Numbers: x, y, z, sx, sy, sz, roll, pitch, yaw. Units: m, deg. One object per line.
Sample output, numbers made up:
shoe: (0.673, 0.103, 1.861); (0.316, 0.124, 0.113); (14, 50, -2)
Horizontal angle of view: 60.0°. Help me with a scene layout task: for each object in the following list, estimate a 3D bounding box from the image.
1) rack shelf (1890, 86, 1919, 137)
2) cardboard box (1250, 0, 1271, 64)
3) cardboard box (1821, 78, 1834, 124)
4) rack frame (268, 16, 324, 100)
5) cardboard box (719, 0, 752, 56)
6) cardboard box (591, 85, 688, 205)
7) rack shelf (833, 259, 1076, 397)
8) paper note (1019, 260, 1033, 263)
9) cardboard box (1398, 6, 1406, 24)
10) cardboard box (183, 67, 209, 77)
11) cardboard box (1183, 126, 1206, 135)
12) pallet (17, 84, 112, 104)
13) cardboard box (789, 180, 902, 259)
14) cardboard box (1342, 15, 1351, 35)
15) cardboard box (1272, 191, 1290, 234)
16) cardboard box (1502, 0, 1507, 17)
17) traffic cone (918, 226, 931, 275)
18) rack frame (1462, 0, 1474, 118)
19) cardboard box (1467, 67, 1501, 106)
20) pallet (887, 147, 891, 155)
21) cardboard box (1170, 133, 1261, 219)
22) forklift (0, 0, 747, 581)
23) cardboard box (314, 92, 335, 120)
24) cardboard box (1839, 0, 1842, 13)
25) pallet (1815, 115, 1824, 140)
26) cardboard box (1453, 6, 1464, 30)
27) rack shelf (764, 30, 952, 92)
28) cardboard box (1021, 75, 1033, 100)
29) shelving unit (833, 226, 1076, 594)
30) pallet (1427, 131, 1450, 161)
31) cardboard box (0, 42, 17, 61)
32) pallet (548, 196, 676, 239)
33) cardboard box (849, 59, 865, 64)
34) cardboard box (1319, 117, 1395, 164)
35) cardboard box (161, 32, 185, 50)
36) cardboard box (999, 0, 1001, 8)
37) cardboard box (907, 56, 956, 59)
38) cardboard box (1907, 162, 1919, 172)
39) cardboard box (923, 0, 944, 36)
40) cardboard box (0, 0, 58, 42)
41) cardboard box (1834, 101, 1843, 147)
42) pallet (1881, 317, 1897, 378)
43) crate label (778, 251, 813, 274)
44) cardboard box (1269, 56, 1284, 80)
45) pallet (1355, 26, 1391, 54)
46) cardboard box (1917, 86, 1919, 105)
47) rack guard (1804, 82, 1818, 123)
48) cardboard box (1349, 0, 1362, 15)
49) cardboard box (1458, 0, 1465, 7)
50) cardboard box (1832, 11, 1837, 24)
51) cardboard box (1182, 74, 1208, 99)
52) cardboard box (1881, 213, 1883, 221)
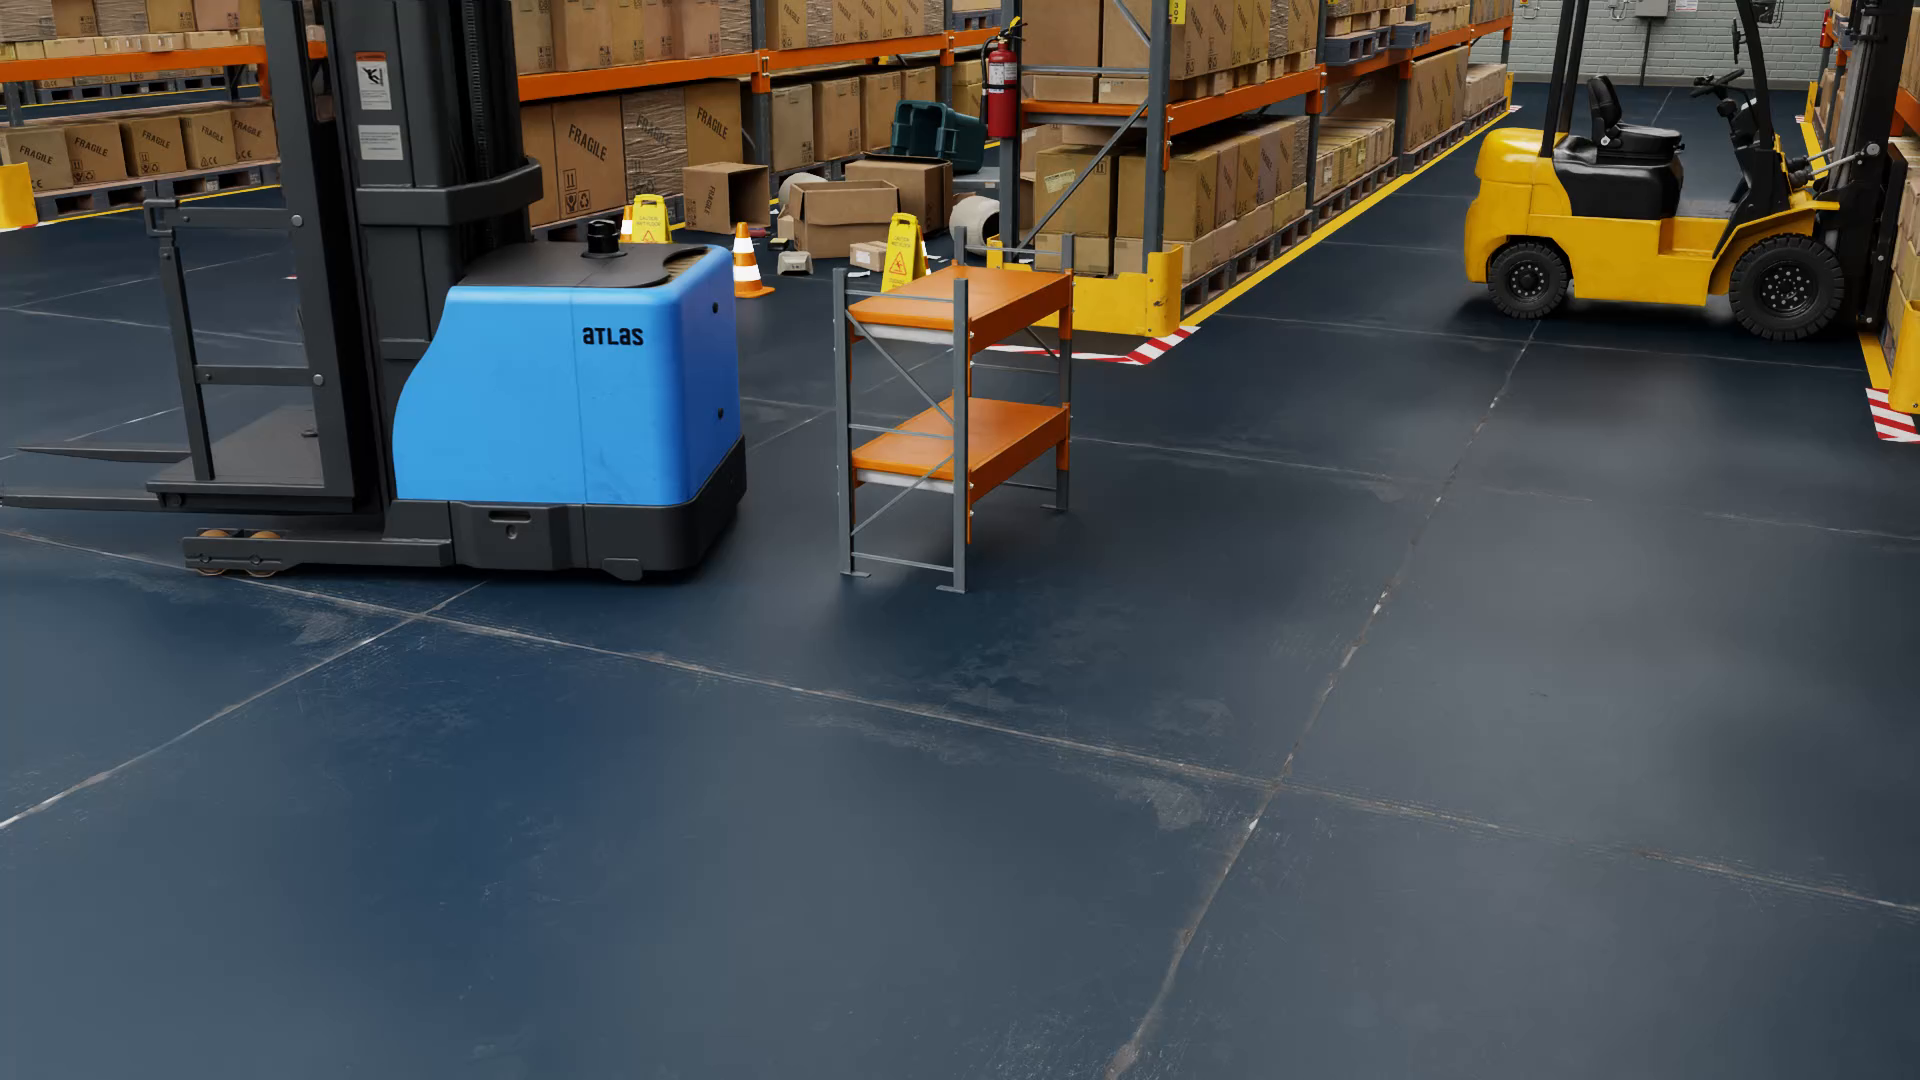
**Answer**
rack shelf: (6.065, -2.305, 9.548); (1.077, 0.370, 4.000); (9, 21, 23)
cardboard box: (1.781, -3.478, 11.179); (0.500, 0.500, 0.500); (8, 21, 22)
cardboard box: (10.650, -5.197, 19.708); (0.700, 0.500, 0.500); (8, 21, 21)
rack frame: (-6.687, -5.295, 16.882); (1.000, 3.000, 0.127); (9, 21, 23)
cardboard box: (-2.343, -4.540, 14.534); (0.875, 0.550, 0.550); (9, 21, 23)
cardboard box: (-2.890, -3.322, 13.877); (0.875, 0.875, 0.875); (9, 21, 23)
rack shelf: (0.003, -0.808, 6.188); (0.538, 0.278, 1.000); (9, 21, 23)
paper note: (0.463, -2.054, 12.197); (0.142, 0.019, 0.148); (1, 20, 4)
cardboard box: (3.967, -4.930, 15.604); (0.380, 0.149, 0.250); (8, 21, 22)
cardboard box: (-12.598, -7.791, 26.972); (0.500, 0.500, 0.500); (9, 21, 23)
cardboard box: (1.444, -2.724, 12.010); (0.500, 0.500, 0.500); (10, 22, 26)
pallet: (-13.745, -6.788, 25.240); (1.003, 0.211, 1.213); (9, 21, 23)
cardboard box: (-0.874, -2.421, 12.525); (0.797, 0.503, 0.637); (-5, 20, -15)
cardboard box: (2.979, -4.216, 13.594); (0.380, 0.149, 0.250); (9, 21, 24)
cardboard box: (2.148, -2.456, 12.375); (0.500, 0.250, 0.500); (8, 21, 21)
cardboard box: (7.093, -7.316, 22.414); (0.500, 0.500, 0.500); (8, 21, 22)
traffic cone: (-0.285, -1.826, 10.912); (0.336, 0.463, 0.334); (9, 21, 23)
rack frame: (5.630, -6.381, 19.935); (1.000, 3.000, 0.127); (9, 21, 23)
cardboard box: (6.722, -6.098, 22.336); (0.875, 0.438, 0.875); (9, 22, 24)
pallet: (-0.957, -4.262, 18.138); (1.003, 0.211, 1.213); (9, 21, 23)
cardboard box: (1.731, -2.497, 11.371); (0.500, 0.500, 0.500); (9, 21, 24)
forklift: (-2.420, -1.418, 6.081); (3.031, 2.935, 1.130); (2, 20, 5)
cardboard box: (-6.416, -4.510, 17.746); (0.700, 0.500, 0.500); (7, 21, 19)
cardboard box: (10.338, -6.115, 18.966); (0.500, 0.250, 0.500); (9, 21, 23)
pallet: (10.940, -4.971, 20.133); (1.003, 0.211, 1.213); (9, 21, 23)
cardboard box: (5.467, -5.983, 19.040); (0.500, 0.250, 0.500); (8, 21, 22)
rack shelf: (-1.384, -4.856, 16.721); (1.077, 0.370, 4.000); (9, 21, 23)
cardboard box: (0.575, -5.476, 20.493); (0.500, 0.500, 0.500); (8, 21, 22)
shelving unit: (0.003, -0.532, 6.286); (0.538, 1.125, 1.048); (9, 21, 23)
pallet: (4.885, -4.447, 18.657); (1.003, 0.211, 1.213); (9, 21, 23)
cardboard box: (-7.991, -4.009, 13.639); (0.380, 0.149, 0.250); (9, 21, 23)
pallet: (-3.084, -2.674, 13.673); (1.003, 0.211, 1.213); (9, 21, 23)
cardboard box: (-1.962, -7.954, 26.901); (0.875, 0.875, 0.875); (9, 21, 23)
cardboard box: (3.752, -3.947, 16.385); (0.950, 0.372, 0.625); (7, 21, 19)
cardboard box: (-7.307, -4.548, 15.157); (0.380, 0.149, 0.250); (9, 21, 23)
cardboard box: (0.343, -6.401, 19.738); (0.380, 0.149, 0.250); (9, 21, 23)
cardboard box: (-0.328, -5.581, 19.670); (0.500, 0.250, 0.500); (9, 21, 23)
cardboard box: (5.766, -2.056, 9.758); (0.500, 0.250, 0.500); (8, 21, 22)
cardboard box: (-0.505, -5.679, 17.812); (0.500, 0.500, 0.500); (9, 21, 23)
cardboard box: (-8.075, -4.424, 13.839); (0.875, 0.500, 0.500); (9, 21, 23)
cardboard box: (9.121, -4.130, 16.710); (0.500, 0.500, 0.500); (8, 21, 21)
pallet: (5.521, -0.959, 8.849); (1.003, 0.211, 1.213); (9, 21, 23)
crate label: (-1.171, -1.970, 11.803); (0.250, 0.136, 0.298); (-2, 20, -5)
cardboard box: (2.088, -3.366, 11.832); (0.380, 0.149, 0.250); (8, 21, 22)
pallet: (3.219, -4.457, 14.811); (1.003, 0.211, 1.213); (9, 21, 23)
cardboard box: (5.834, -2.736, 9.535); (0.500, 0.500, 0.500); (9, 21, 23)
rack guard: (11.767, -5.723, 21.815); (1.175, 0.500, 0.348); (9, 21, 23)
cardboard box: (3.012, -4.578, 13.644); (0.500, 0.500, 0.500); (9, 21, 23)
cardboard box: (5.473, -6.224, 18.971); (0.500, 0.250, 0.500); (9, 22, 24)
cardboard box: (10.840, -6.356, 20.238); (0.380, 0.149, 0.250); (8, 21, 21)
cardboard box: (1.317, -2.819, 10.293); (0.380, 0.149, 0.250); (8, 21, 21)
cardboard box: (5.984, -1.982, 10.295); (0.500, 0.250, 0.500); (8, 21, 22)
